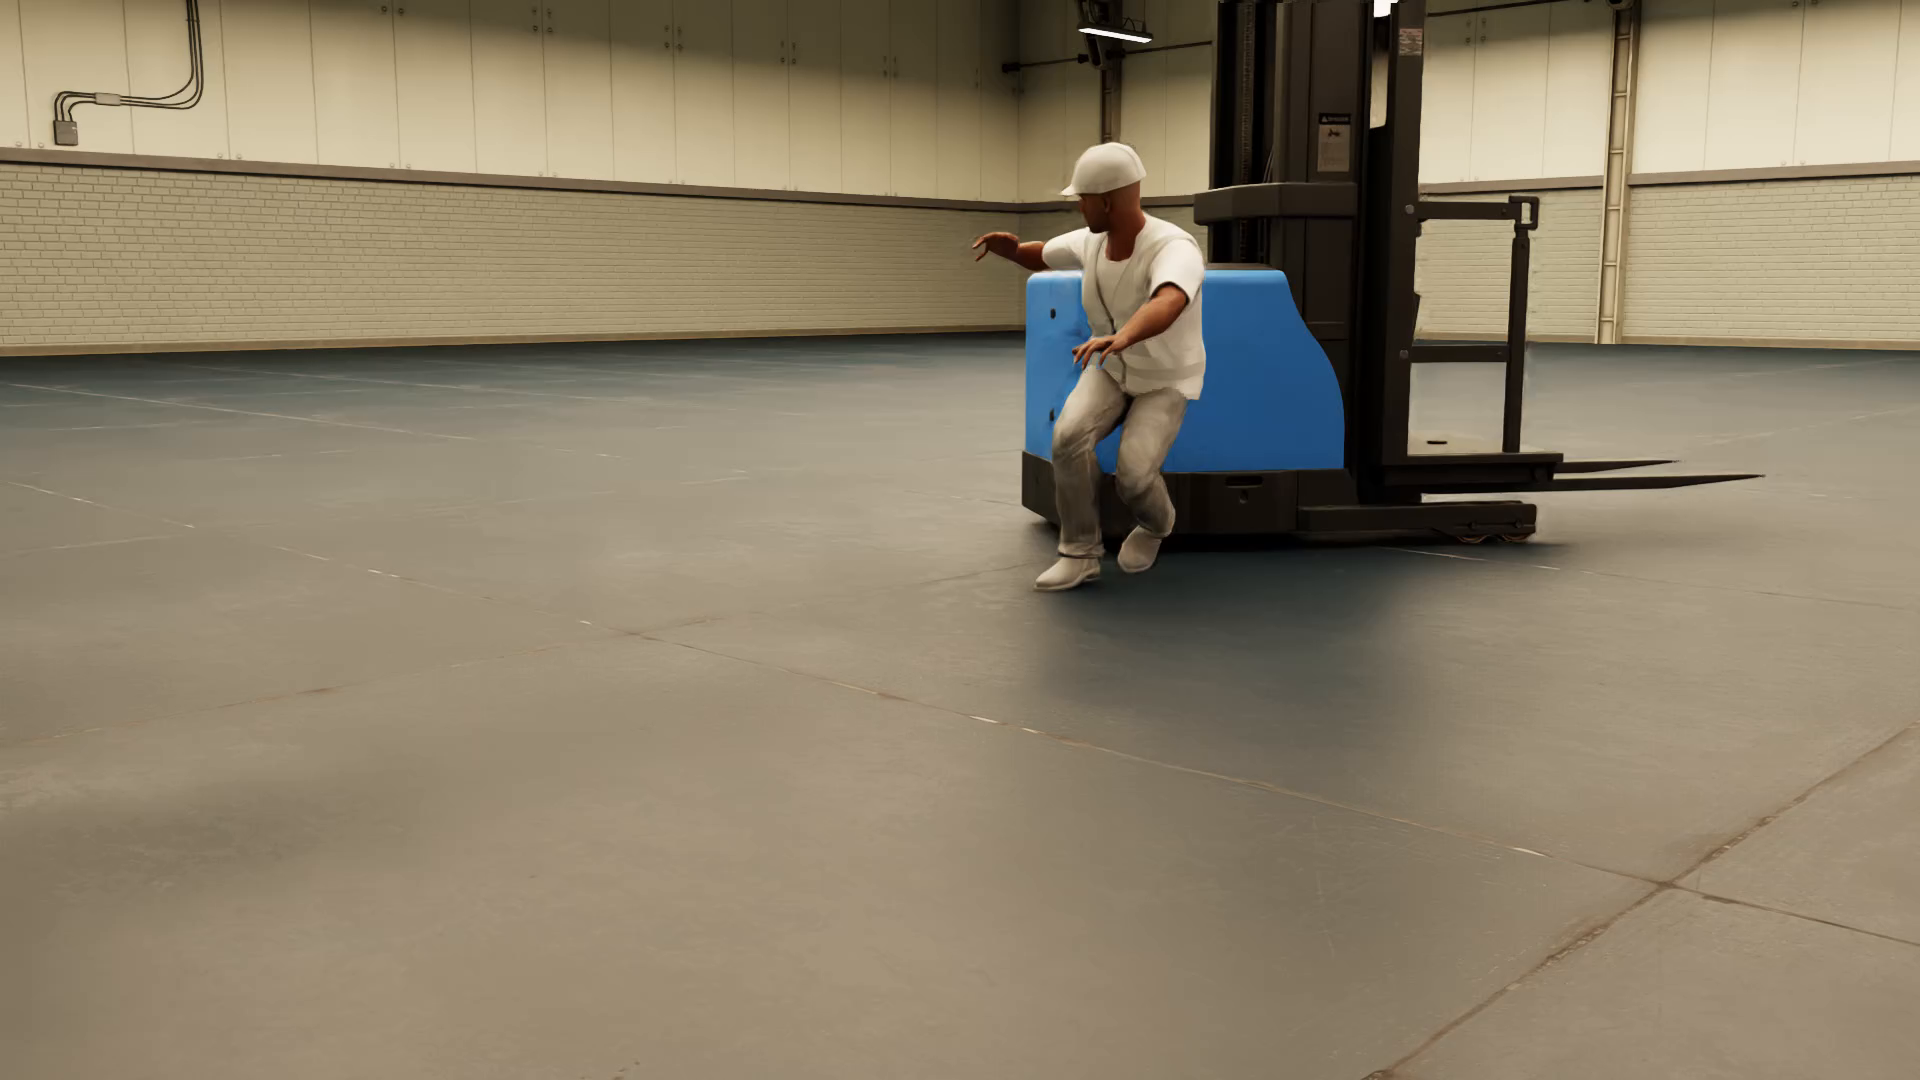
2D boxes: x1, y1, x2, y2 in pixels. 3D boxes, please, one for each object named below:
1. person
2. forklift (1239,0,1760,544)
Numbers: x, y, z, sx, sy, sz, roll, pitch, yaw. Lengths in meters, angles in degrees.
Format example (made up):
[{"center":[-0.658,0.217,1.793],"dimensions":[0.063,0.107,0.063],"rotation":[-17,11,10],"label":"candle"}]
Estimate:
[{"center":[0.405,-0.561,5.493],"dimensions":[0.819,1.474,1.035],"rotation":[5,10,32],"label":"person"},{"center":[1.840,-1.507,6.879],"dimensions":[3.031,2.935,1.121],"rotation":[-2,9,-11],"label":"forklift"}]
